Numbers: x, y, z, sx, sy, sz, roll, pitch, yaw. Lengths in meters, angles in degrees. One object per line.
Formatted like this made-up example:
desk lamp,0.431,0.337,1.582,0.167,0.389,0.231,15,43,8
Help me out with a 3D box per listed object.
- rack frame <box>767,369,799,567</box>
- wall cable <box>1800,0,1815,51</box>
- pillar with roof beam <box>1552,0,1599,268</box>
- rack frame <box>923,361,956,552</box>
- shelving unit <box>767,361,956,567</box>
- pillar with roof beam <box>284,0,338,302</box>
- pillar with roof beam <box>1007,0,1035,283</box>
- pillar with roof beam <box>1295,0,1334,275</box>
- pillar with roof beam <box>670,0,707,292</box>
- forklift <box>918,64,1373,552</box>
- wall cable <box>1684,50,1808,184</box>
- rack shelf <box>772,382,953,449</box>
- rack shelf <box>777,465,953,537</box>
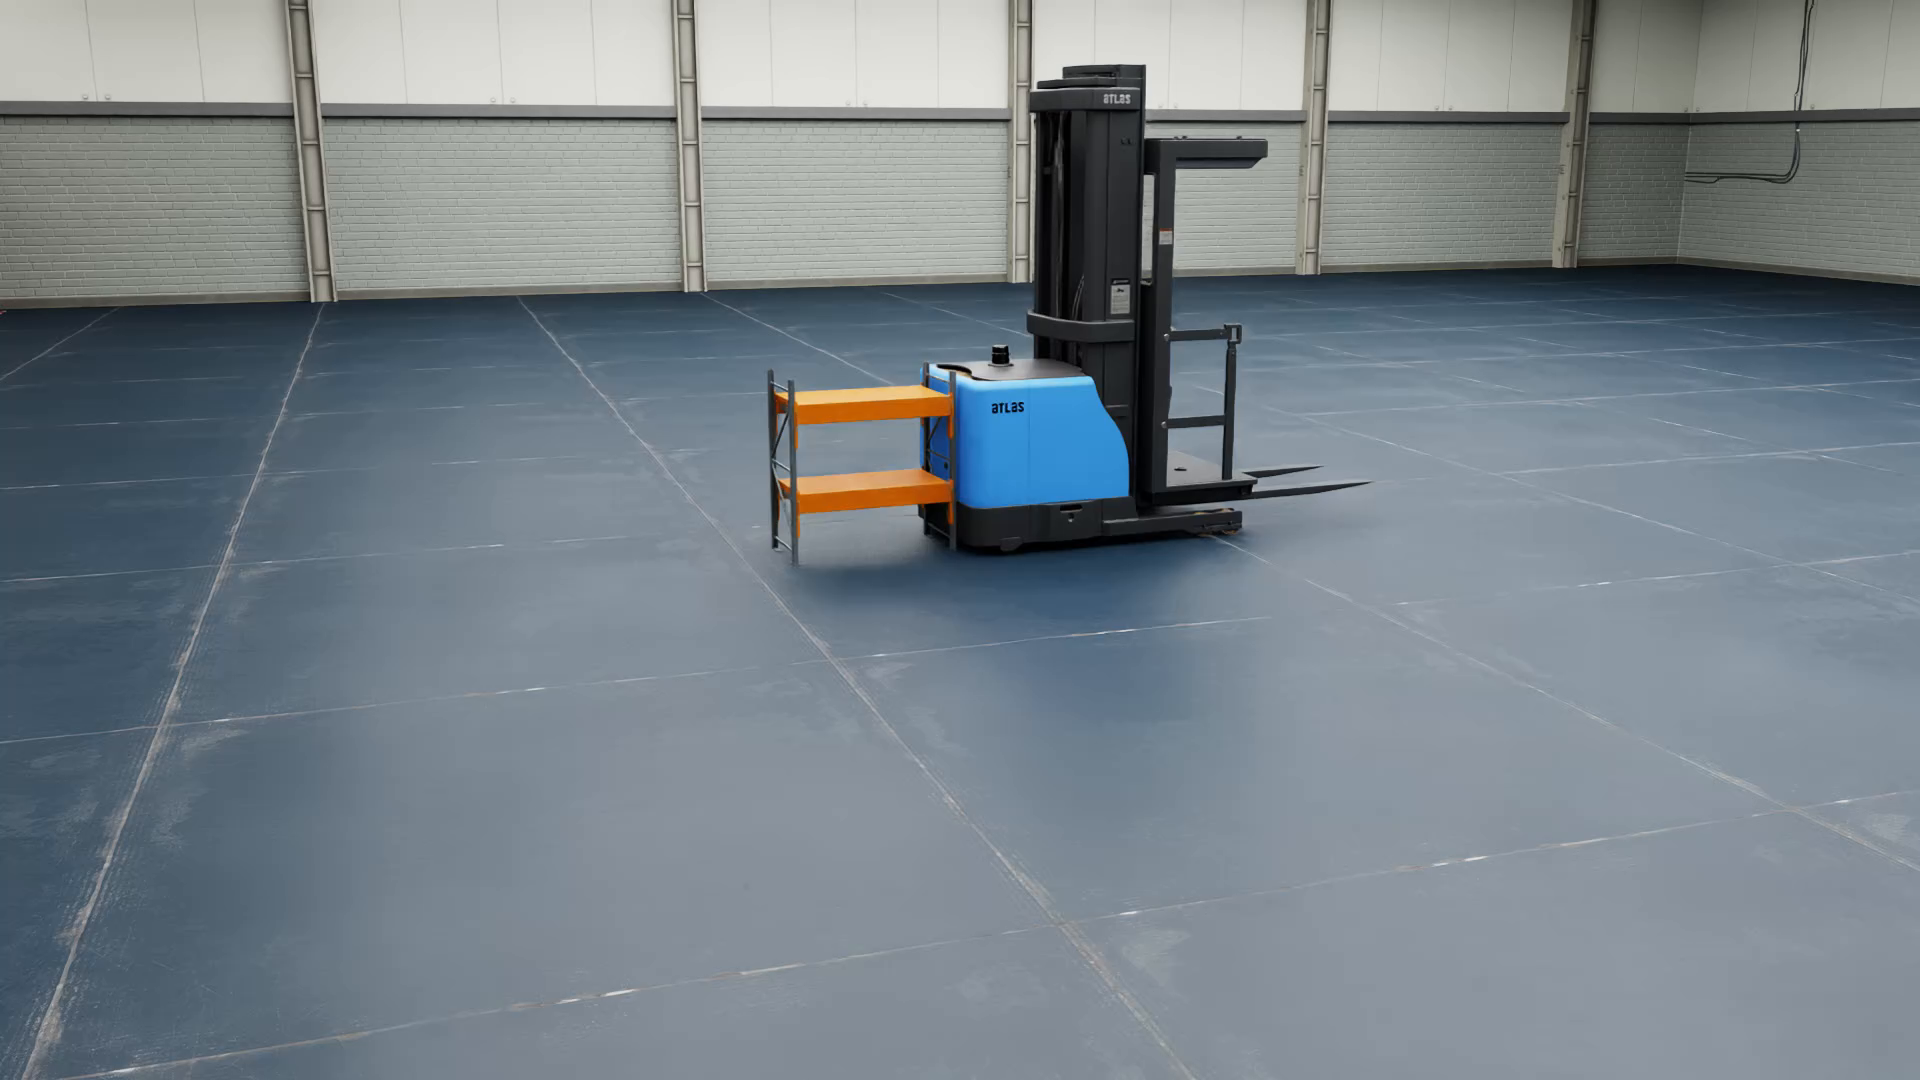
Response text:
rack frame,-1.073,-0.443,10.072,0.032,1.125,0.500,-5,14,-21
wall cable,16.546,-10.294,30.269,0.112,2.526,3.097,-4,14,-18
pillar with roof beam,13.842,-9.069,29.324,0.400,9.000,9.100,-4,14,-18
rack frame,-0.130,-0.530,10.440,0.032,1.125,0.500,-5,14,-21
shelving unit,-0.602,-0.486,10.256,1.048,1.125,0.538,-5,14,-21
pillar with roof beam,-8.905,-7.298,21.877,0.400,9.000,9.100,-4,14,-18
pillar with roof beam,2.469,-8.183,25.601,0.400,9.000,9.100,-4,14,-18
pillar with roof beam,8.155,-8.626,27.462,0.400,9.000,9.100,-4,14,-18
pillar with roof beam,-3.218,-7.741,23.739,0.400,9.000,9.100,-4,14,-18
forklift,1.291,-1.549,10.822,3.031,2.935,1.130,-5,14,-21
wall cable,15.683,-8.430,33.348,0.112,2.526,3.097,-4,14,-18
rack shelf,-0.602,-0.771,10.189,1.000,0.278,0.538,-5,14,-21
rack shelf,-0.602,-0.248,10.313,1.000,0.278,0.538,-5,14,-21
